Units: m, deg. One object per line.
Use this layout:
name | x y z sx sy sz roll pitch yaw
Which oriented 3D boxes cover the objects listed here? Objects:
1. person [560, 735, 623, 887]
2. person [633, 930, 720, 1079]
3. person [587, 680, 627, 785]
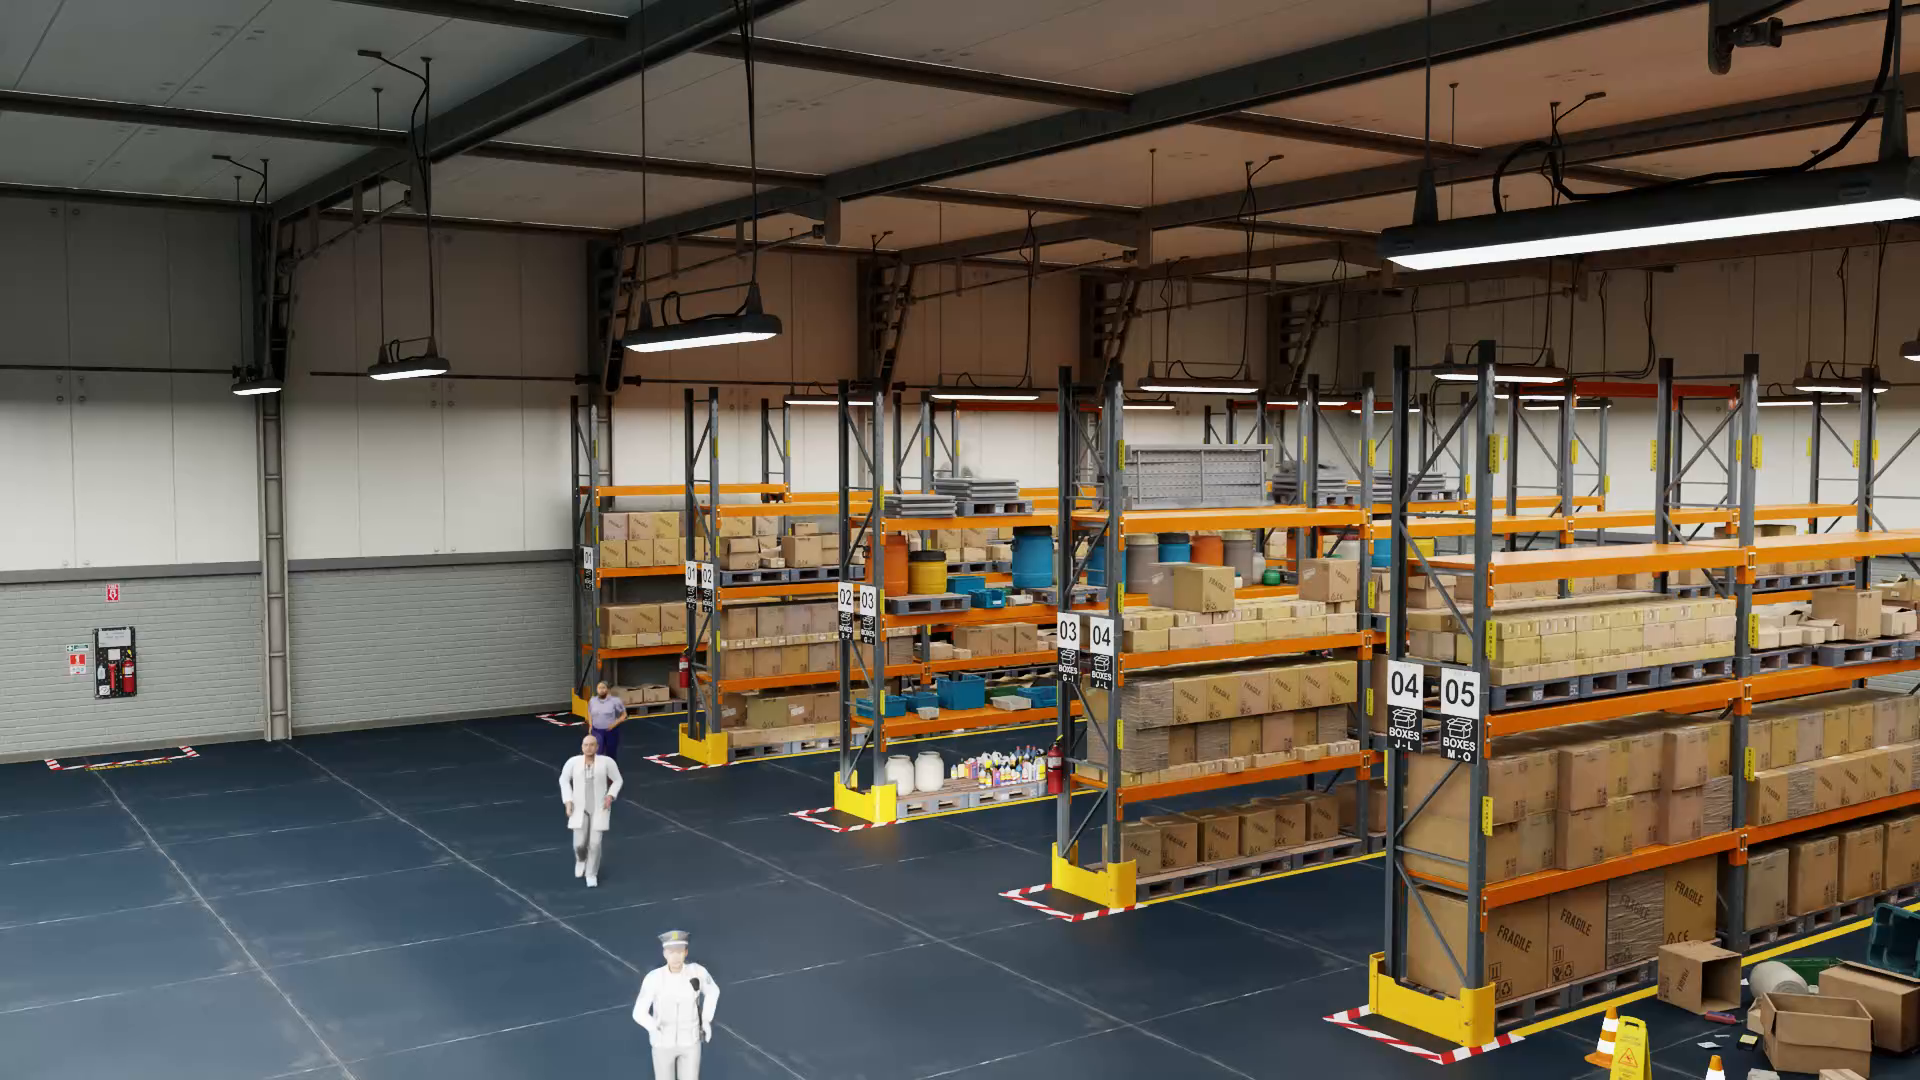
person | -4.283 3.133 19.329 0.727 1.747 0.633 -1 3 -10
person | -2.015 3.600 11.866 0.616 1.693 0.901 -1 4 -11
person | -5.173 2.884 24.367 0.602 1.687 0.792 0 3 -4
